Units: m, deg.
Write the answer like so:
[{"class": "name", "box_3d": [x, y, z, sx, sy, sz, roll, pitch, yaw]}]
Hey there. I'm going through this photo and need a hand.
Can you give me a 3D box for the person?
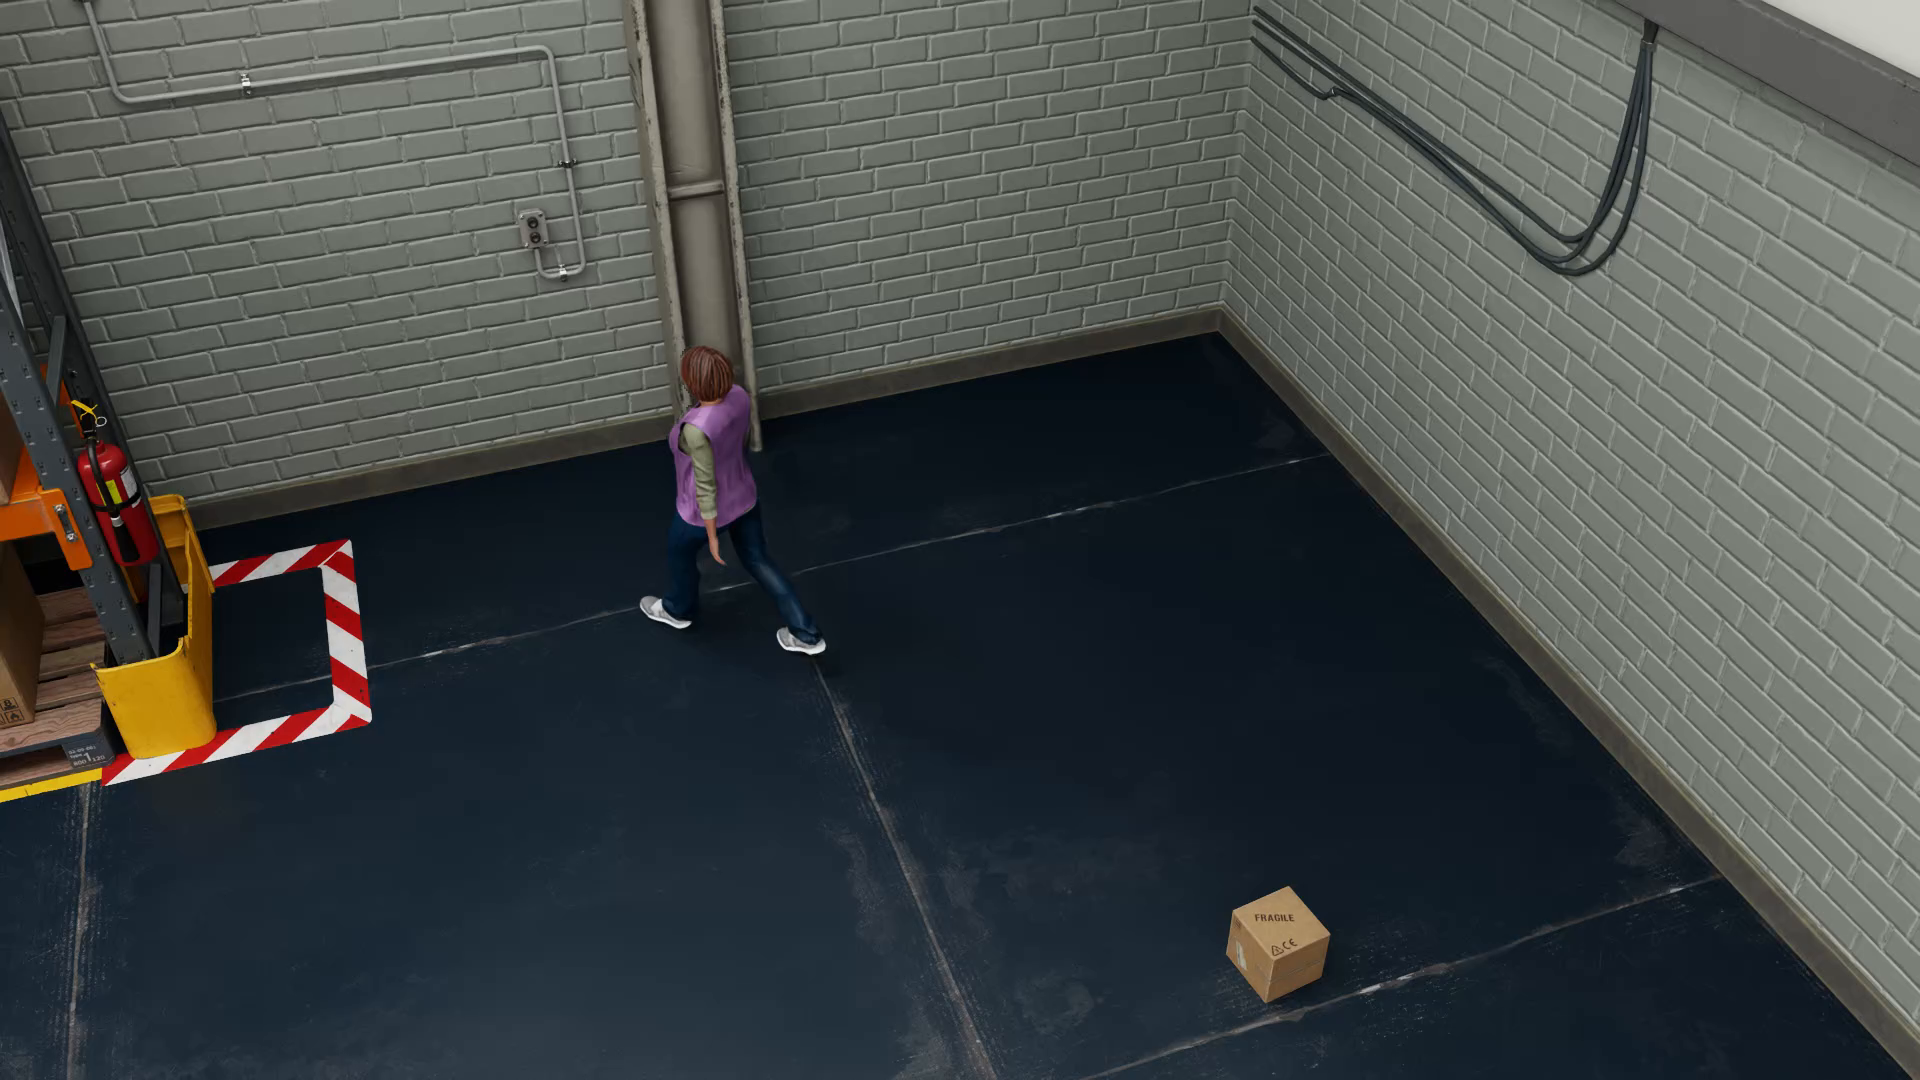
[{"class": "person", "box_3d": [-1.019, -0.171, 7.010, 0.949, 1.539, 0.428, 24, 44, 27]}]
